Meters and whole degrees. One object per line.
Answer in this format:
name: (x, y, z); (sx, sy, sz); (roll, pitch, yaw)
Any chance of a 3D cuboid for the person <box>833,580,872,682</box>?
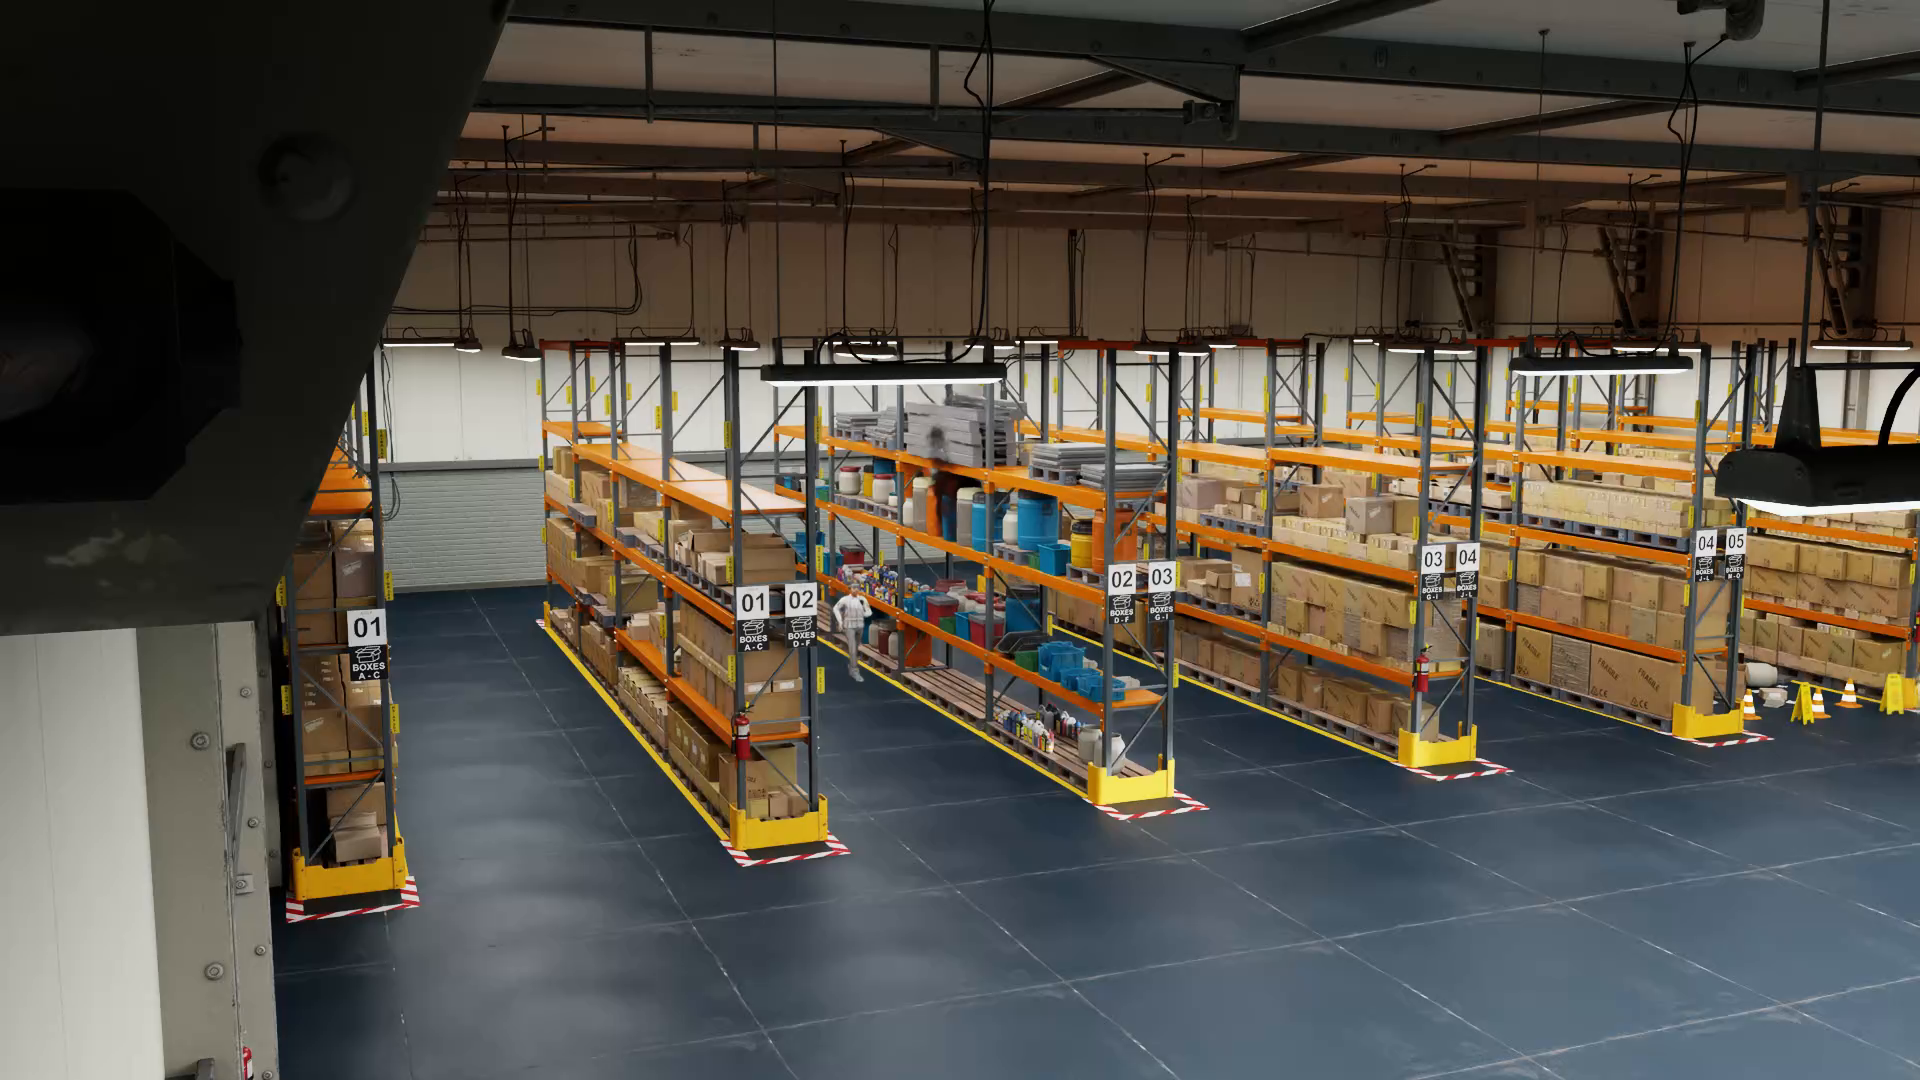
person: (-1.792, 1.523, 28.271); (0.611, 1.731, 0.876); (-3, 8, -25)
